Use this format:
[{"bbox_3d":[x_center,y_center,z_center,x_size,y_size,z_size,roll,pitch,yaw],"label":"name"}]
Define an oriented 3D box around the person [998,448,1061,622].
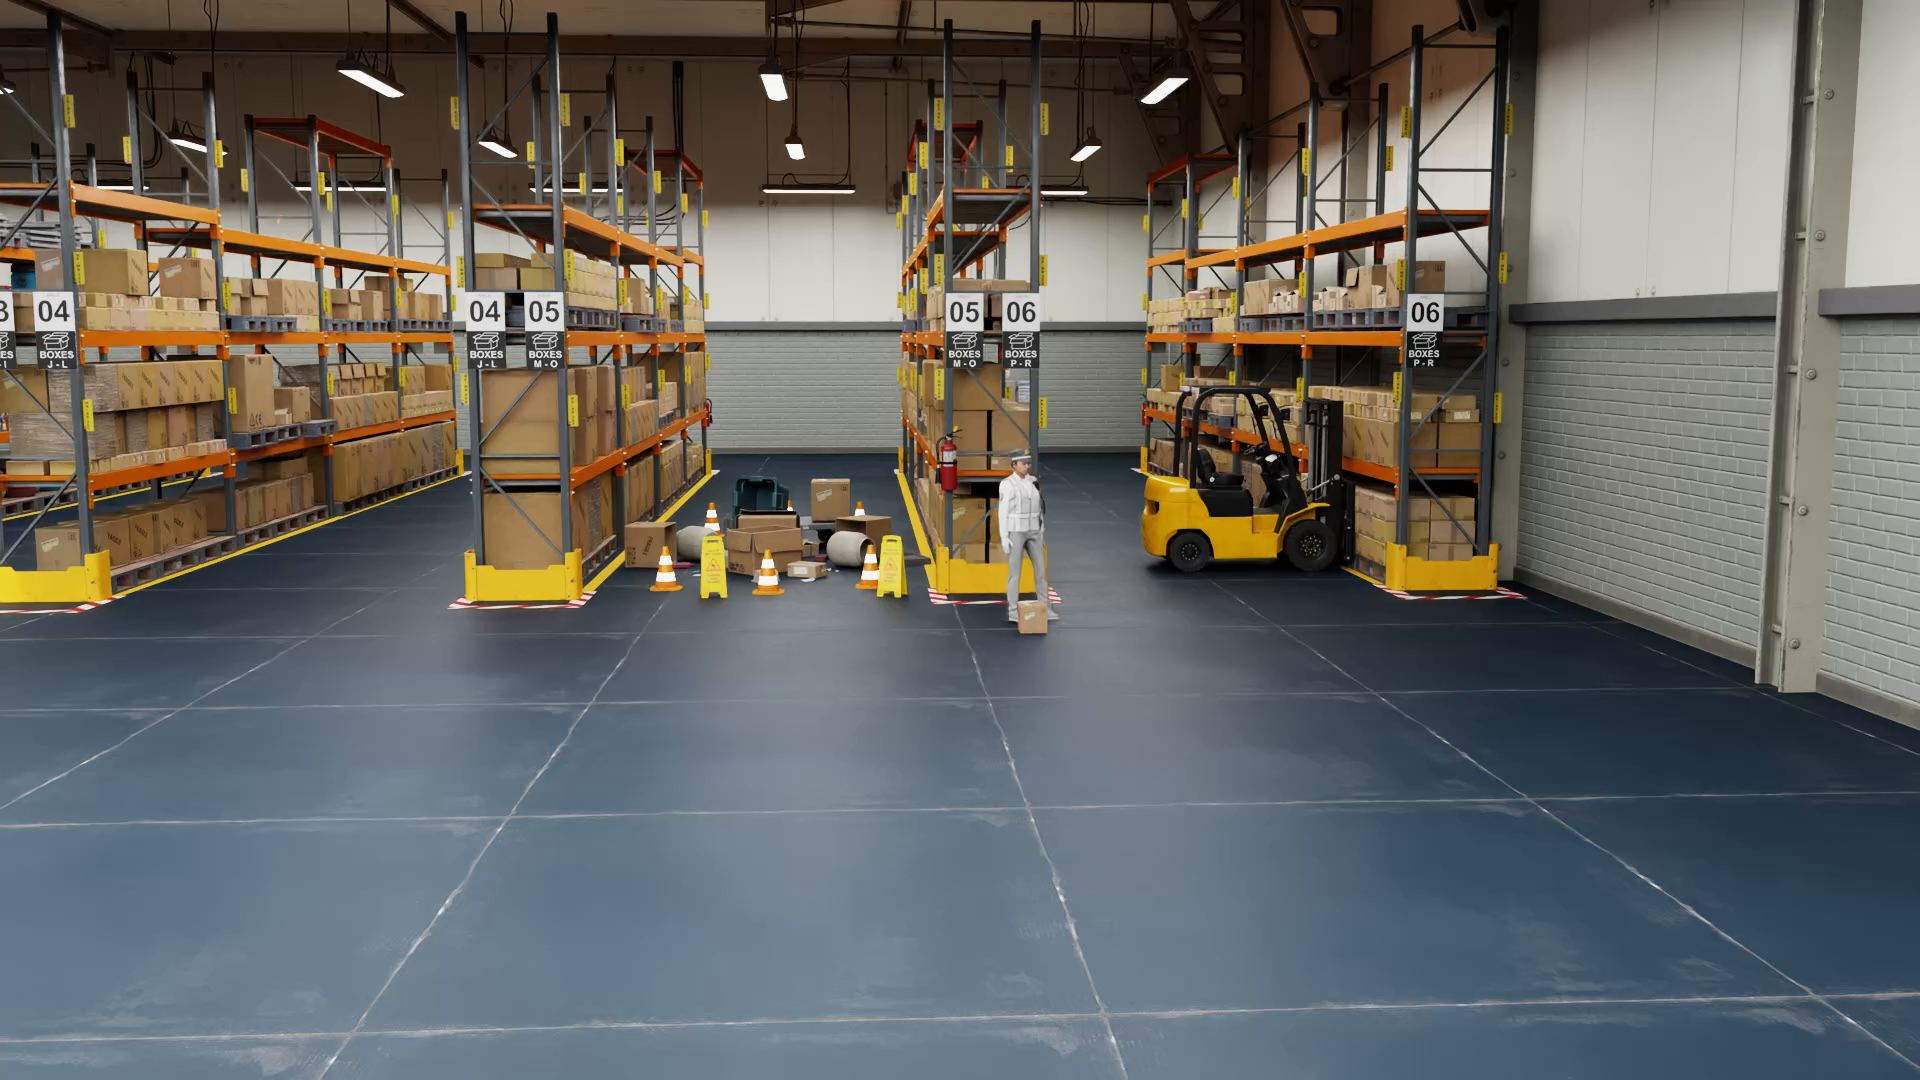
[{"bbox_3d":[0.658,-0.044,15.921,0.521,1.679,0.489,-4,8,-31],"label":"person"}]
